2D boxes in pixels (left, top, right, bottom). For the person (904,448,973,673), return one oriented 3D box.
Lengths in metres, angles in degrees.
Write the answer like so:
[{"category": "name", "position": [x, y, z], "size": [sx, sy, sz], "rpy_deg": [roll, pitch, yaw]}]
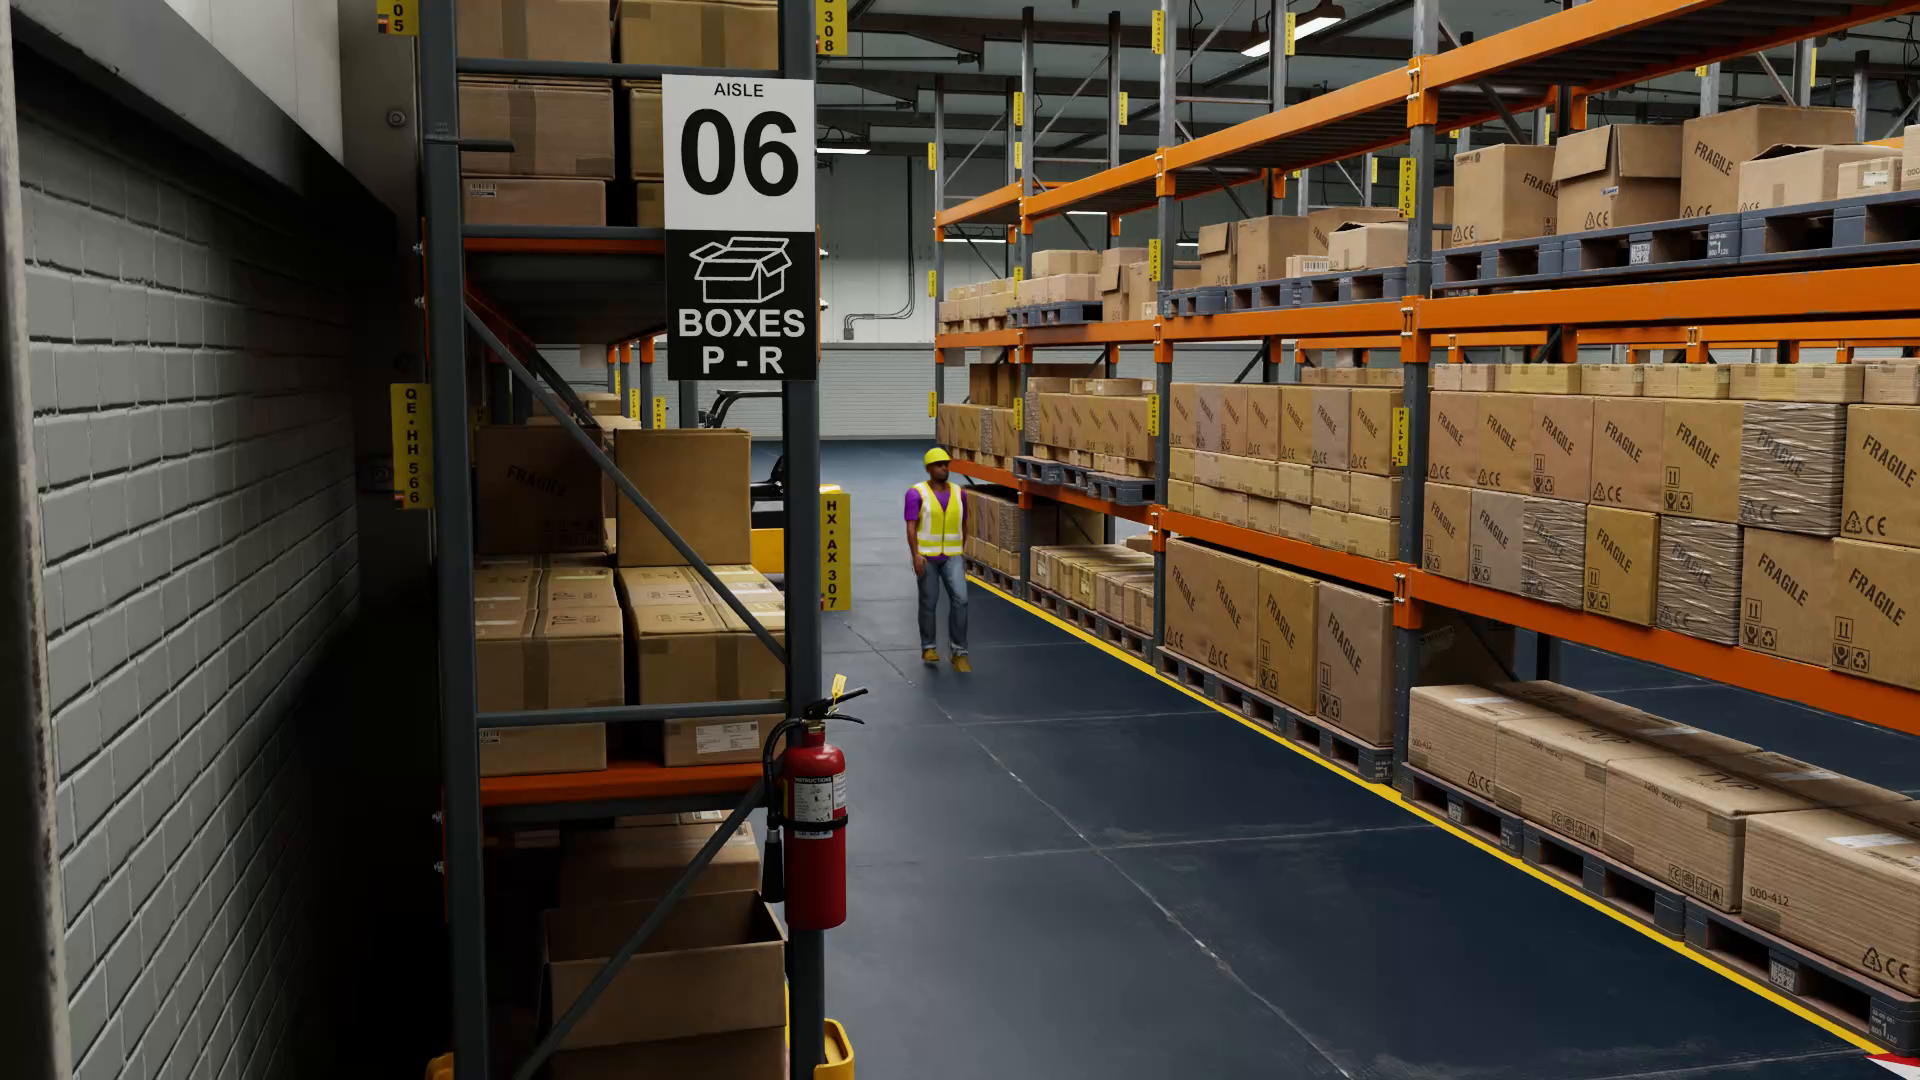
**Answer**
[{"category": "person", "position": [-0.164, 0.179, 13.377], "size": [0.563, 1.833, 0.653], "rpy_deg": [-2, 6, -17]}]
